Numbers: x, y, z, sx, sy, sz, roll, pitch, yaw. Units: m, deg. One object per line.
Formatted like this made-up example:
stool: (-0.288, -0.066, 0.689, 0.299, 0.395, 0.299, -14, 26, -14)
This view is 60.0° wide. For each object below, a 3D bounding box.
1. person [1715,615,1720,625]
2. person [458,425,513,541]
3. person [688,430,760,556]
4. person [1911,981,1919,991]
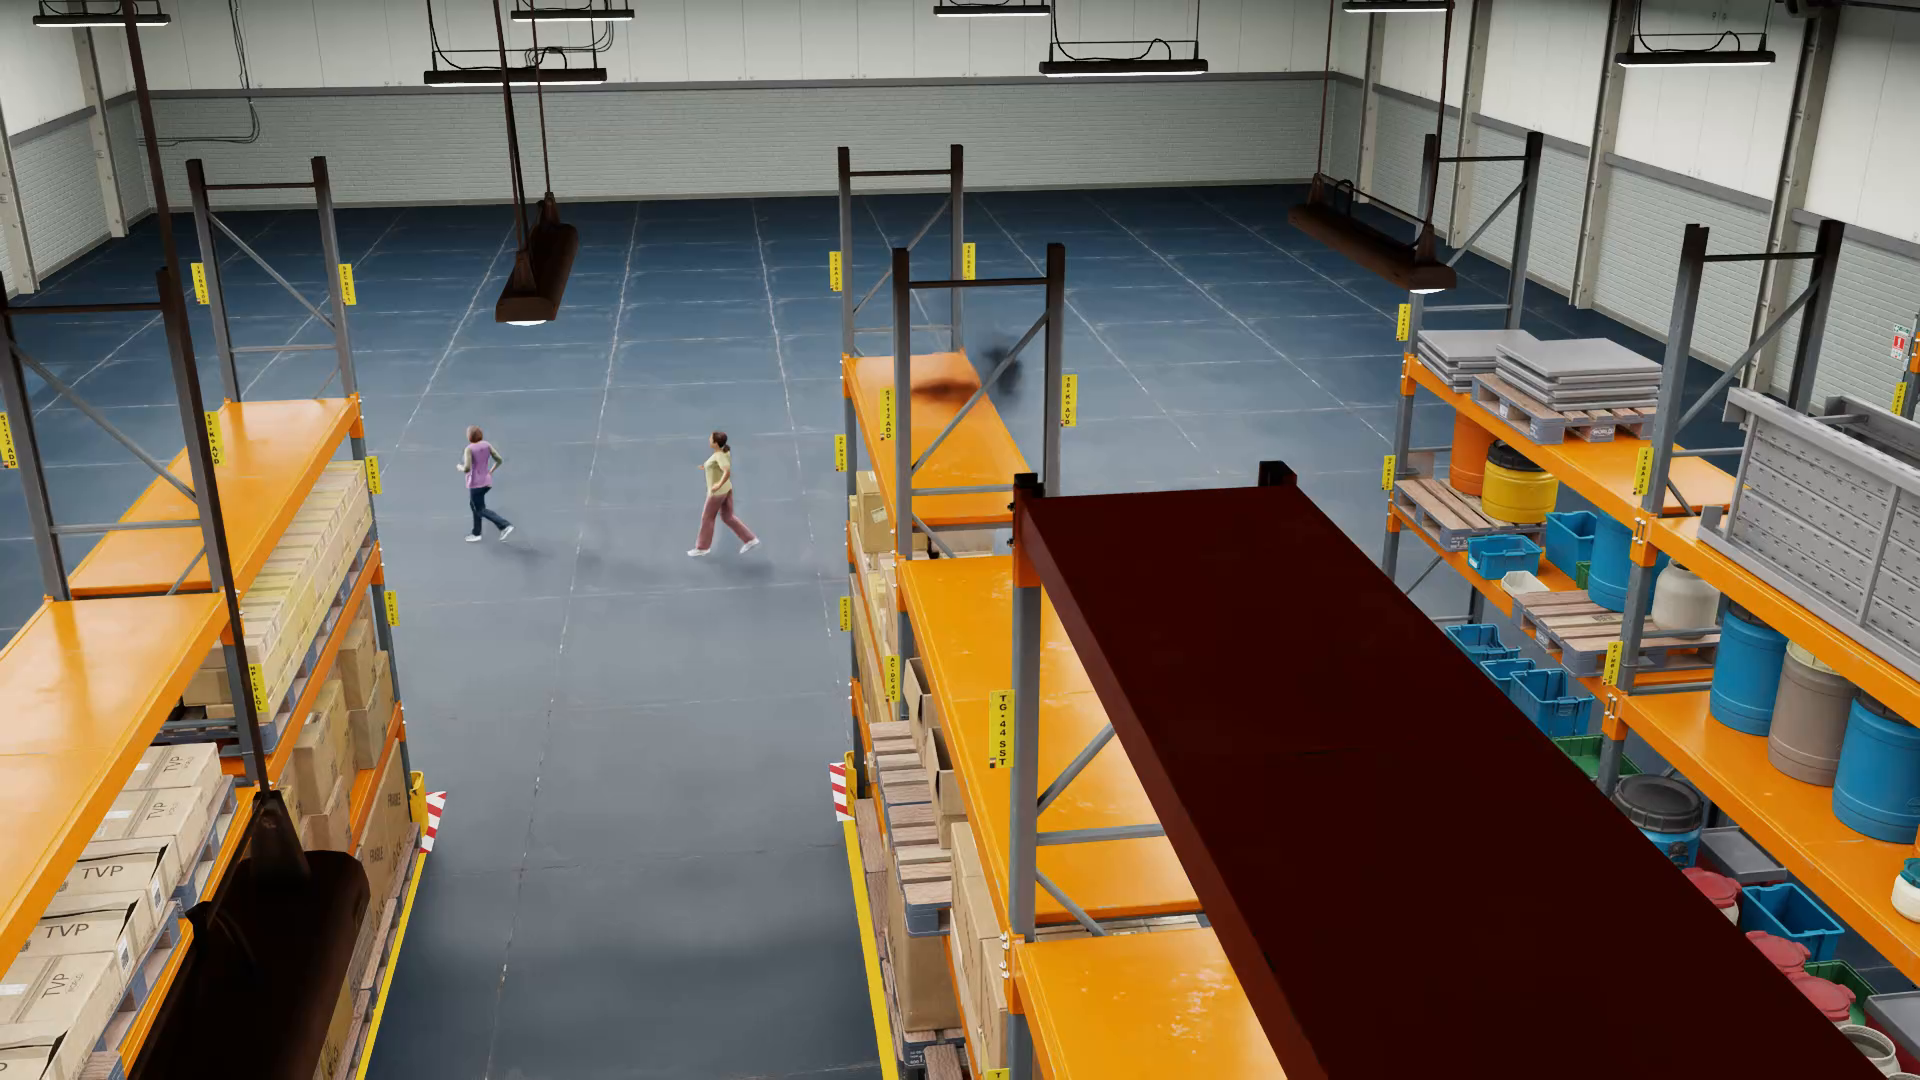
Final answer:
person: (8.052, 0.405, 18.288, 0.707, 1.761, 0.732, 10, 24, 24)
person: (-6.092, -0.677, 21.203, 0.802, 1.604, 0.528, 10, 24, 24)
person: (-2.986, -0.571, 20.755, 0.950, 1.674, 0.574, 6, 22, 14)
person: (7.249, 2.748, 12.296, 0.644, 1.745, 0.609, -4, 22, -10)
